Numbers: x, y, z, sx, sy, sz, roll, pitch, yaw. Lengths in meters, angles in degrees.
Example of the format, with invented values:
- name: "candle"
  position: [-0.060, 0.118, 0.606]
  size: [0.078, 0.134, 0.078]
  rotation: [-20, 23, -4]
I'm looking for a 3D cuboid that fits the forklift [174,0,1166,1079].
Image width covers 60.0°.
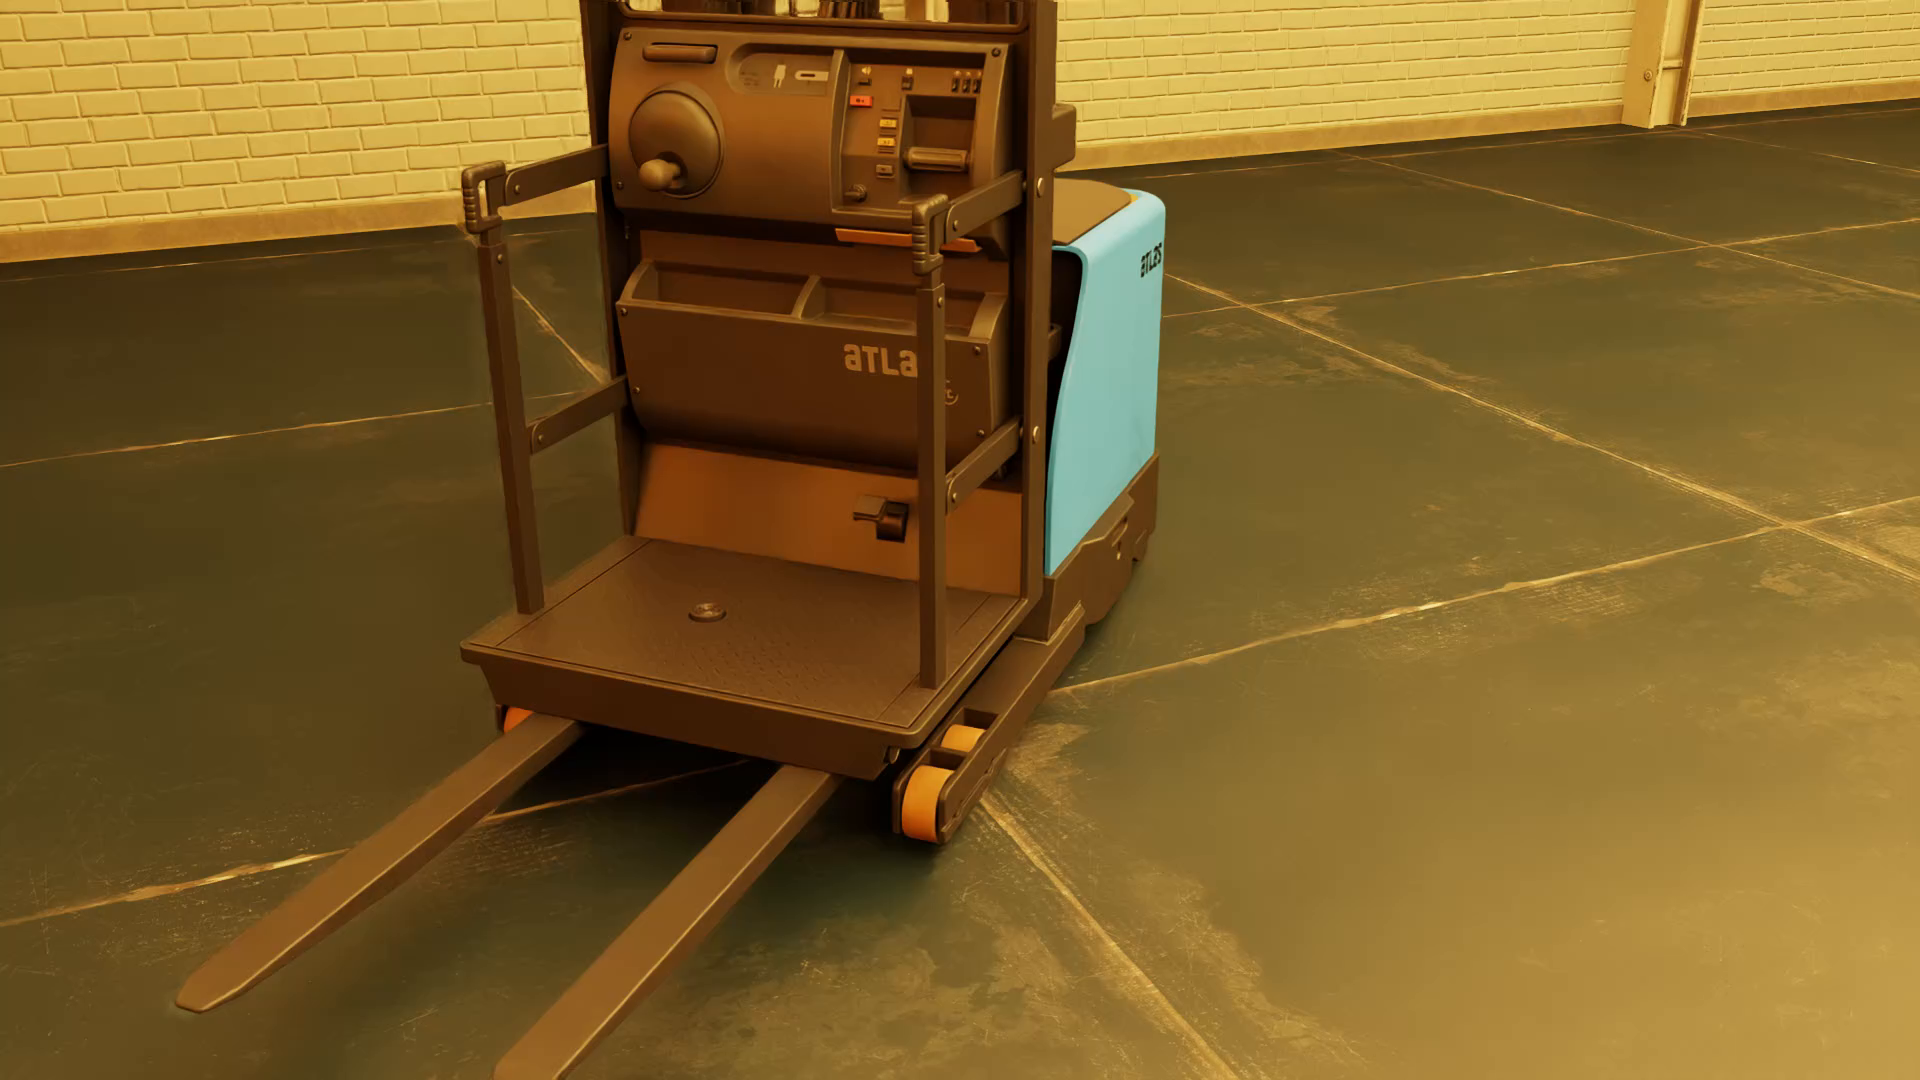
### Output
- name: "forklift"
  position: [-0.420, -0.887, 3.421]
  size: [1.130, 2.935, 3.031]
  rotation: [9, 24, 20]
